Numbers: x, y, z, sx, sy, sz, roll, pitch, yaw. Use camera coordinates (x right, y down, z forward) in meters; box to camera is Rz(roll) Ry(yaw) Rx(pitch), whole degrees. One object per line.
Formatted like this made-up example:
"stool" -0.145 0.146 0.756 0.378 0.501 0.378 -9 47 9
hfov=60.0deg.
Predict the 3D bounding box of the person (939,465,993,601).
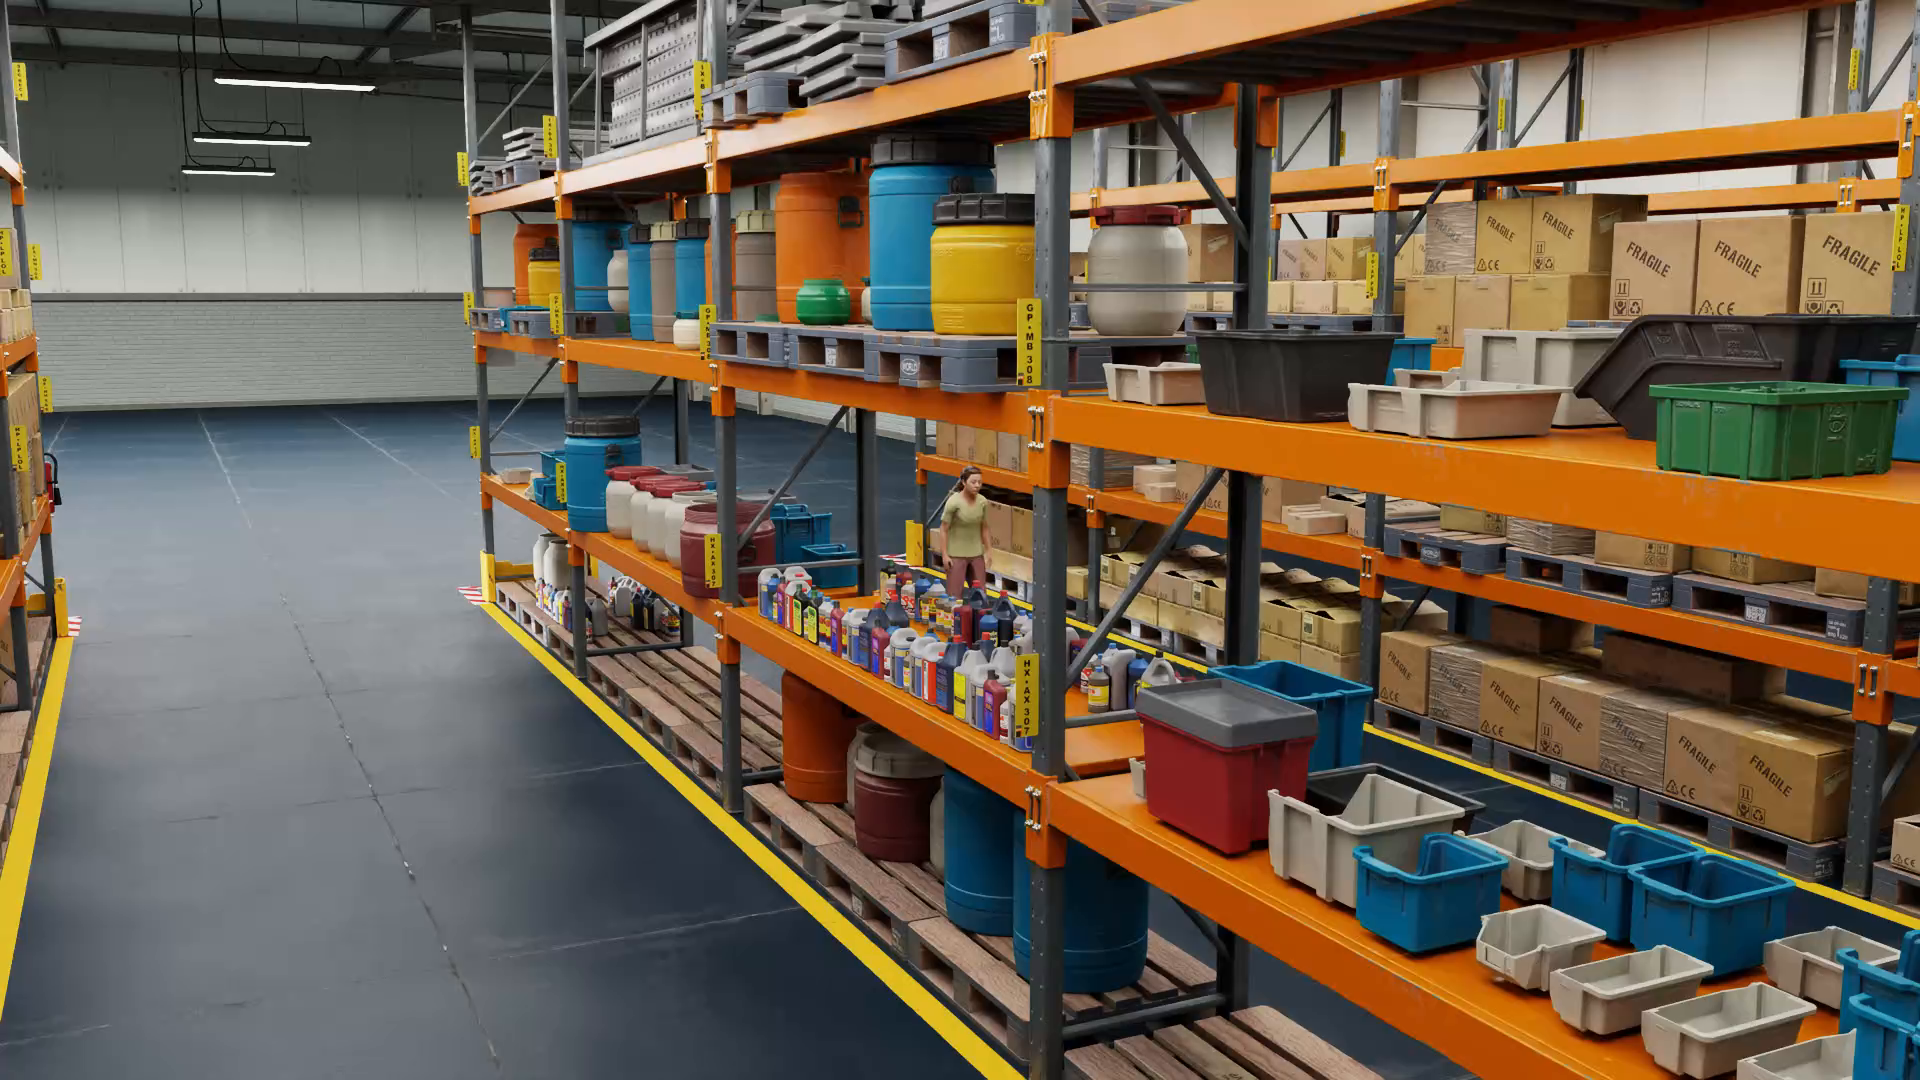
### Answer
"person" 0.061 0.163 14.768 0.516 1.673 0.355 -5 10 -28
